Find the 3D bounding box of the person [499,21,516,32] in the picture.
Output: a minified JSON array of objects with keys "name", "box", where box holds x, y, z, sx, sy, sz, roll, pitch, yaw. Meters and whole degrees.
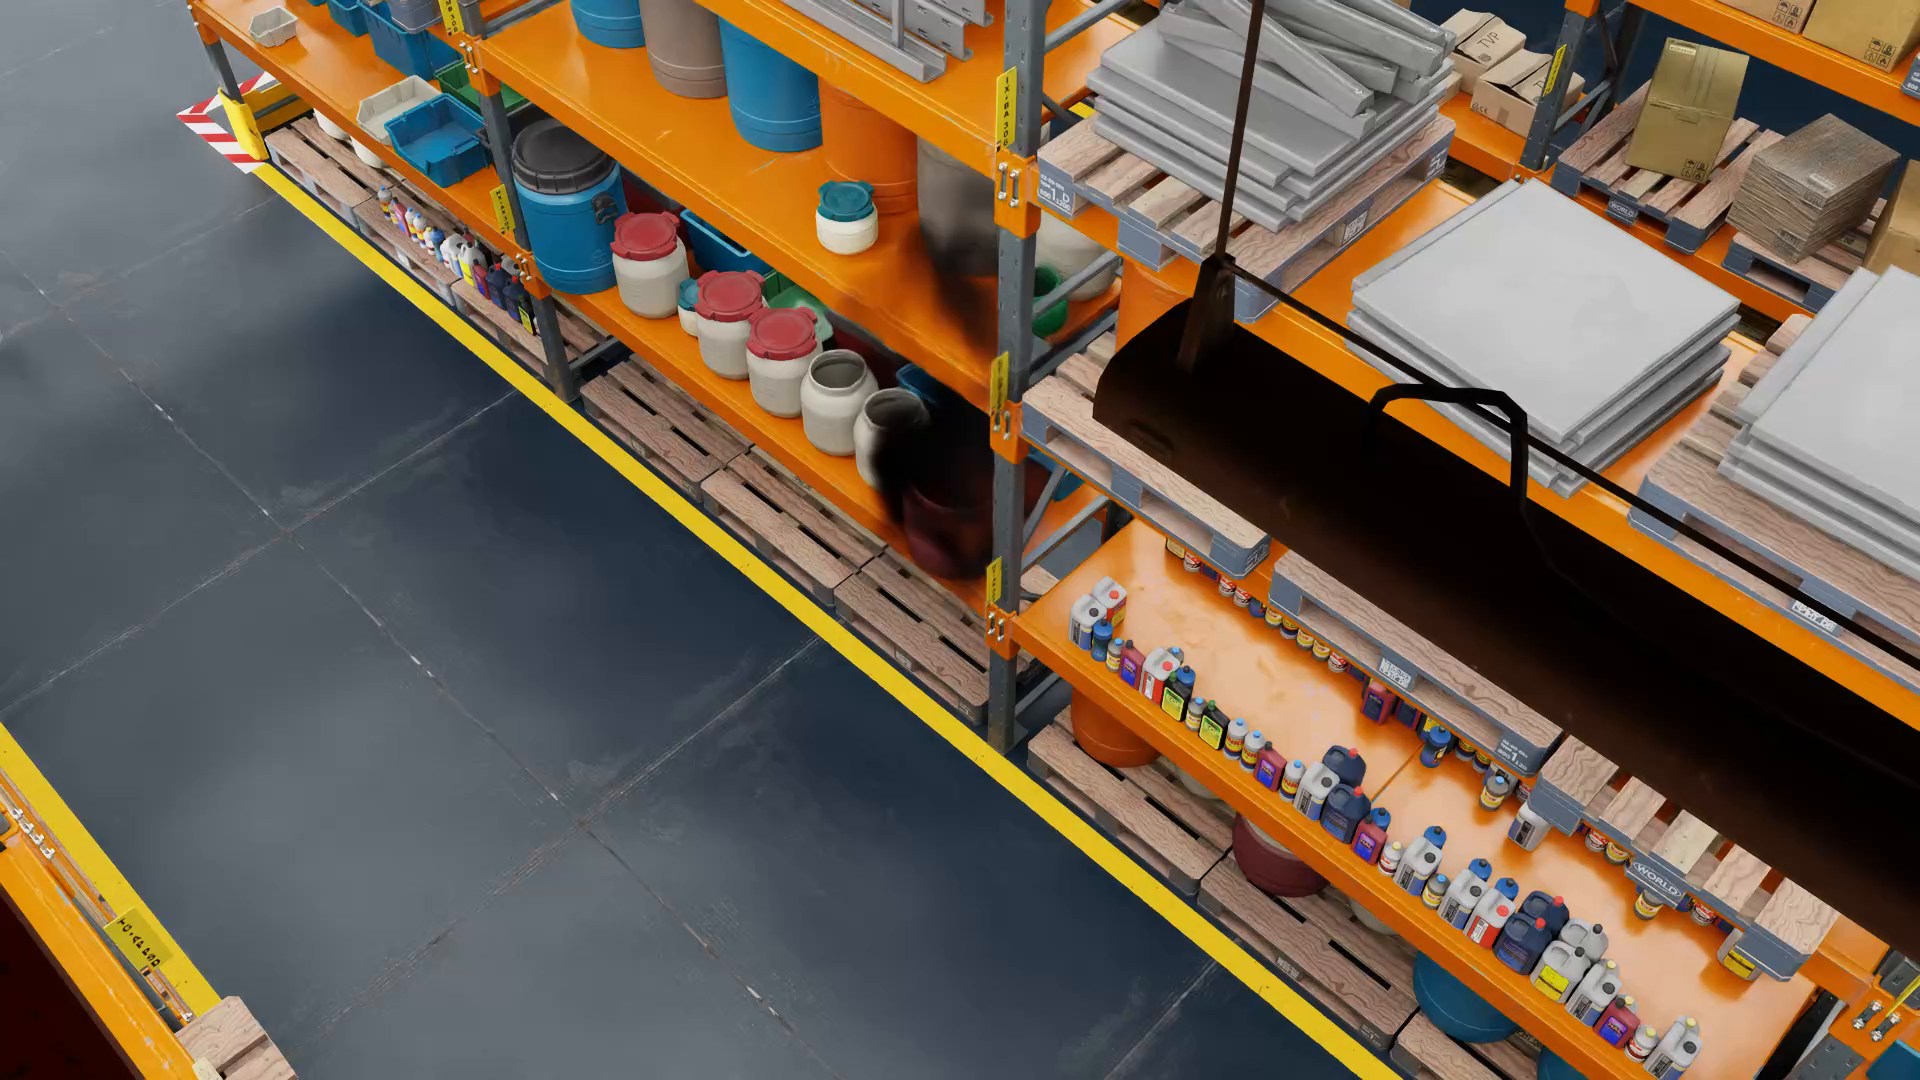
[{"name":"person","box":[-3.689,-4.374,13.013,0.669,1.736,0.744,-36,59,-26]}]
